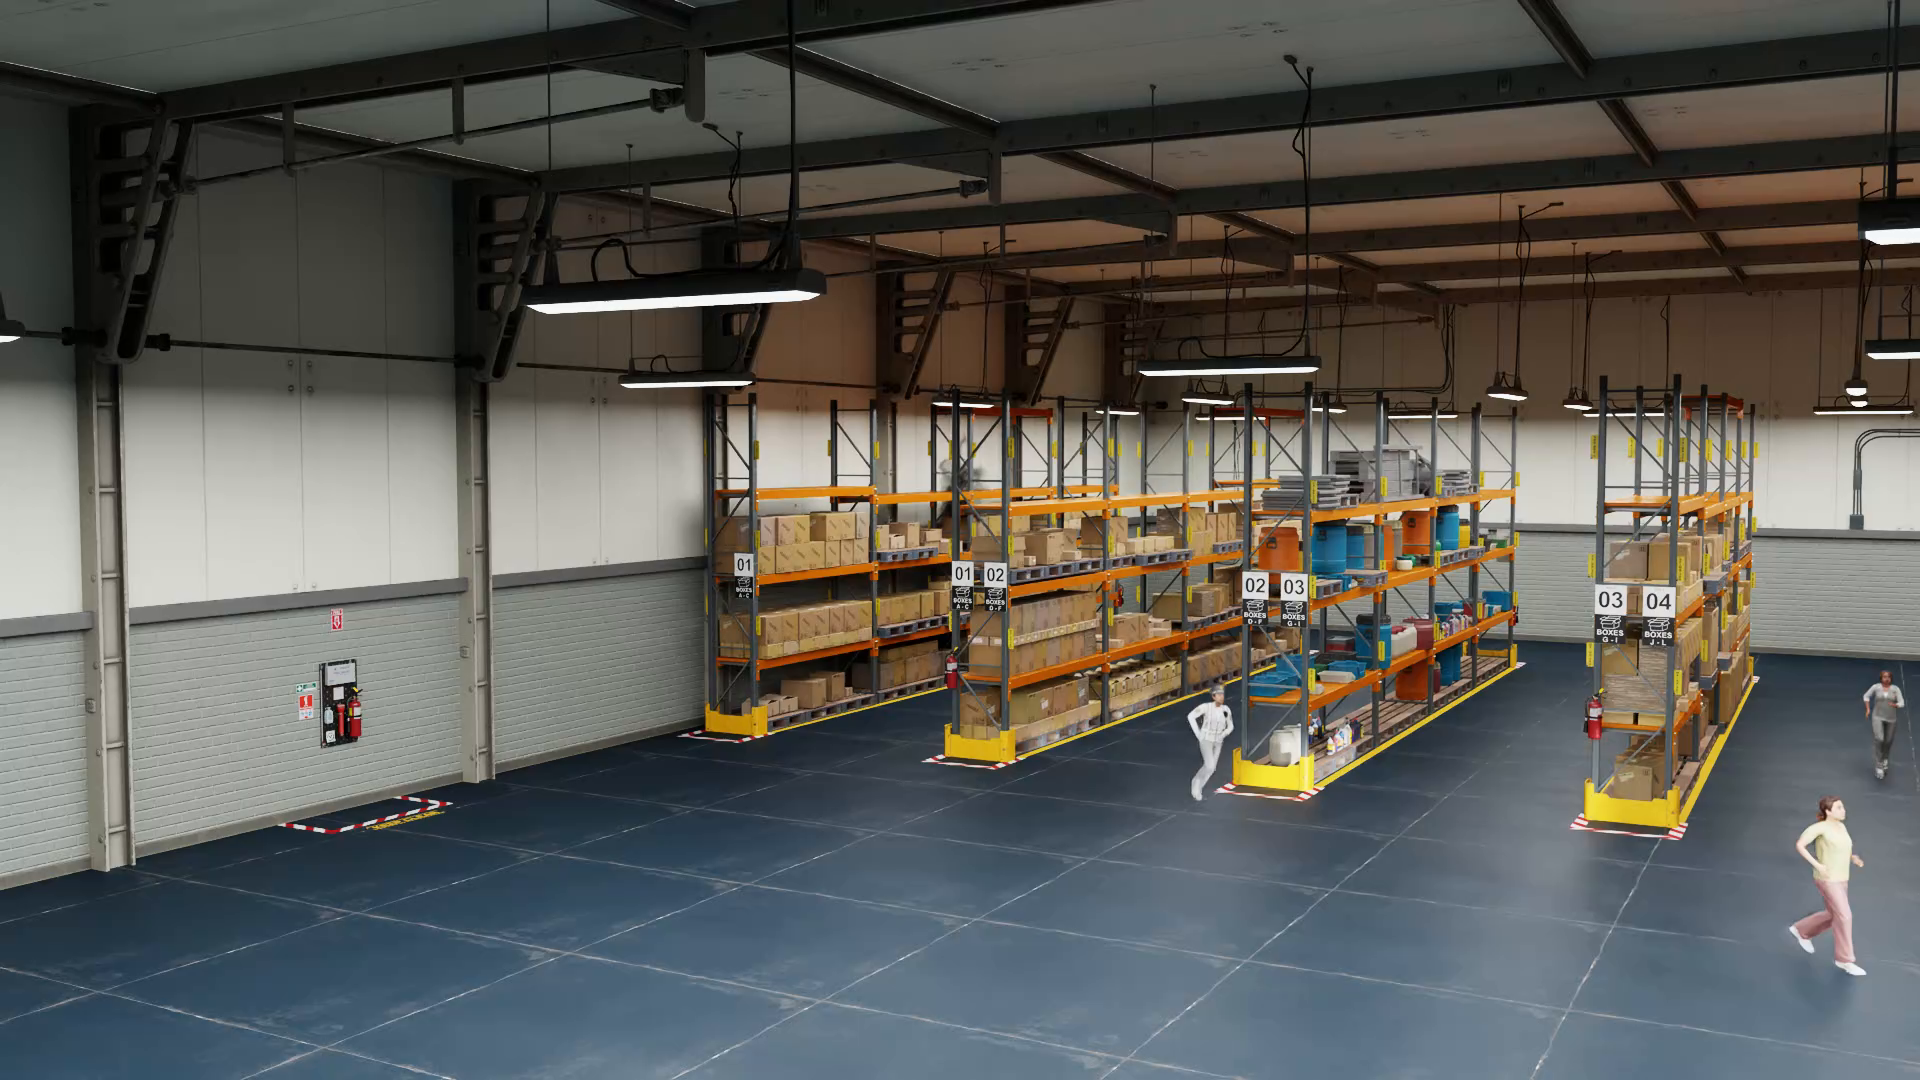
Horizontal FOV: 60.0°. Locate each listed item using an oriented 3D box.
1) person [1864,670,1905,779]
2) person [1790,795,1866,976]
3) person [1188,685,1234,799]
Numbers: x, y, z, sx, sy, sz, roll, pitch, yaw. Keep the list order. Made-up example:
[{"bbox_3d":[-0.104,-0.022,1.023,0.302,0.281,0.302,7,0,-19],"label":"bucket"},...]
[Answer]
[{"bbox_3d":[14.224,2.806,25.602,0.514,1.636,0.757,1,3,19],"label":"person"},{"bbox_3d":[8.402,3.296,16.105,0.582,1.673,0.807,-2,4,-31],"label":"person"},{"bbox_3d":[3.620,2.901,23.791,0.604,1.644,0.574,-1,3,-19],"label":"person"}]
